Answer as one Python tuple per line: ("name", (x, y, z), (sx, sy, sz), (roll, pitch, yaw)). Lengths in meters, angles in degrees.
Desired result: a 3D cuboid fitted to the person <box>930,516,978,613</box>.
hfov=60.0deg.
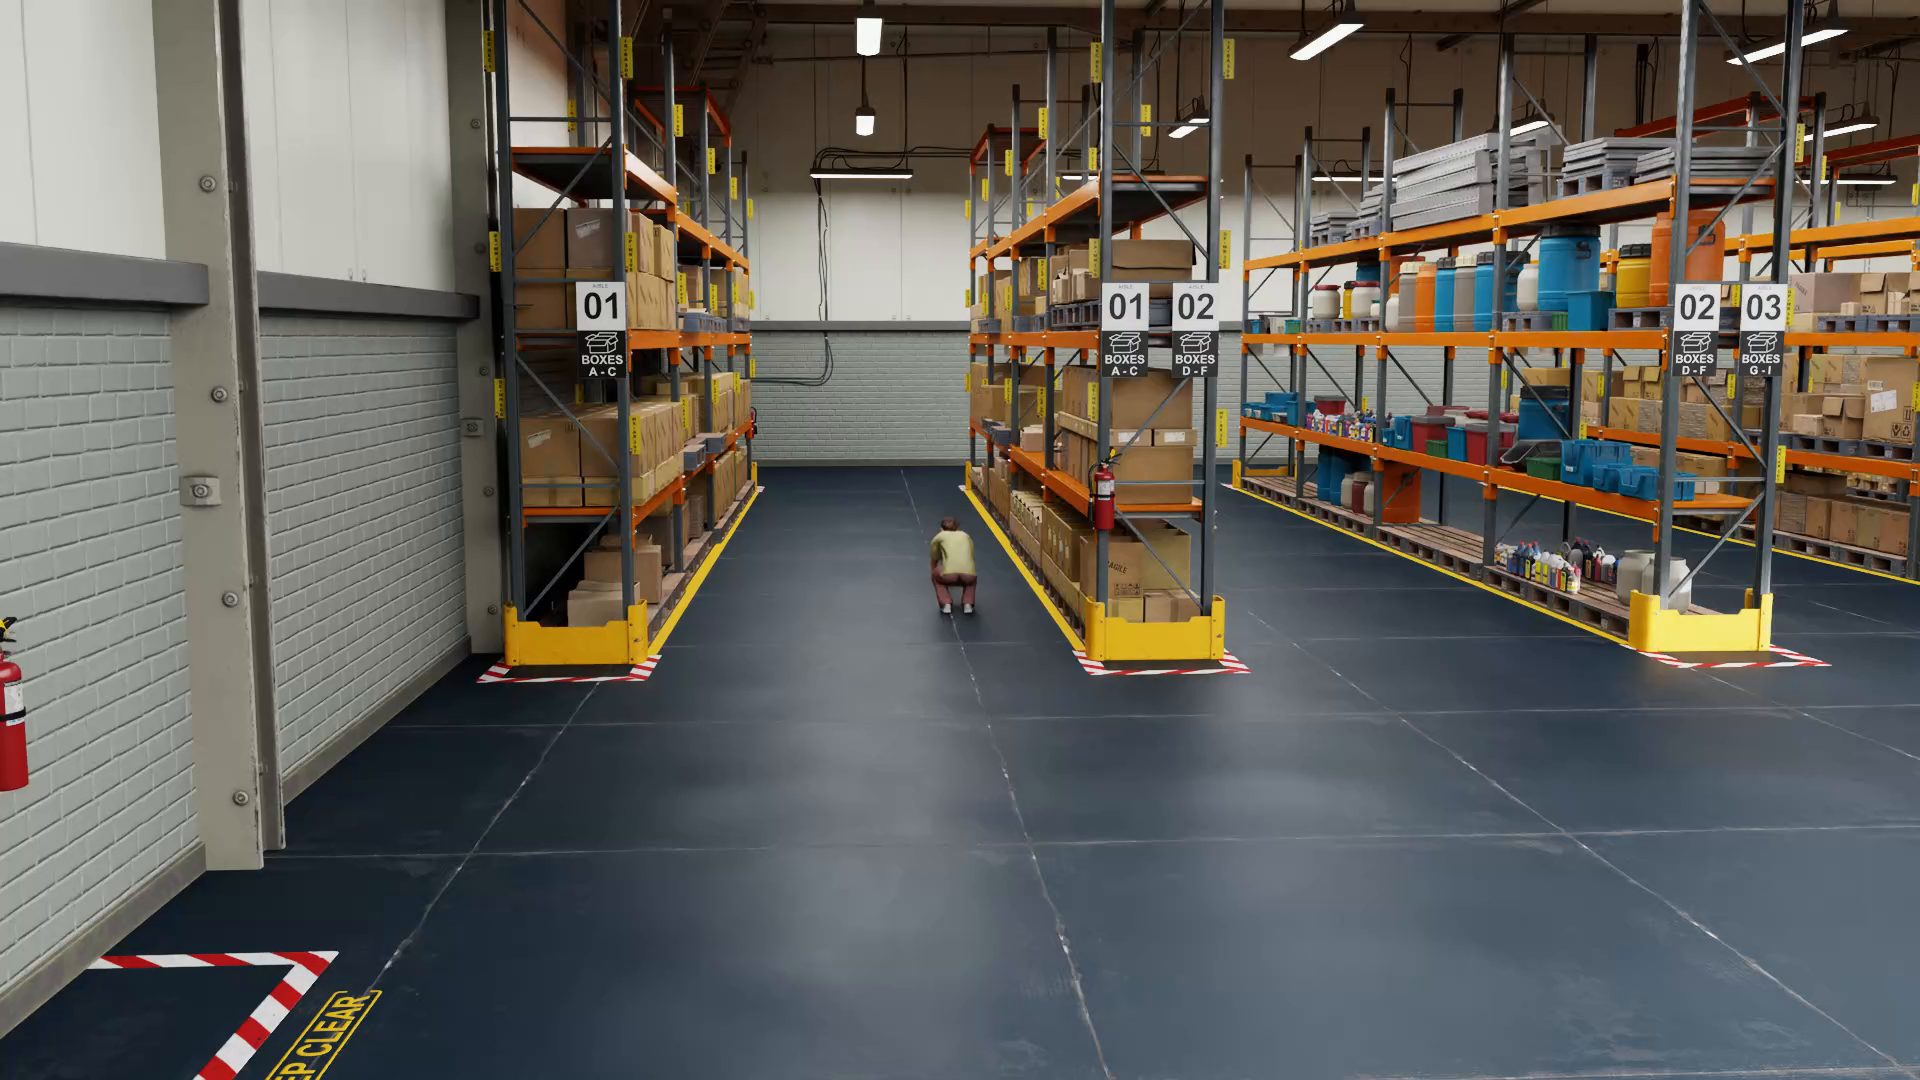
("person", (-0.057, 0.246, 16.850), (0.488, 0.929, 0.804), (0, 7, -3))
